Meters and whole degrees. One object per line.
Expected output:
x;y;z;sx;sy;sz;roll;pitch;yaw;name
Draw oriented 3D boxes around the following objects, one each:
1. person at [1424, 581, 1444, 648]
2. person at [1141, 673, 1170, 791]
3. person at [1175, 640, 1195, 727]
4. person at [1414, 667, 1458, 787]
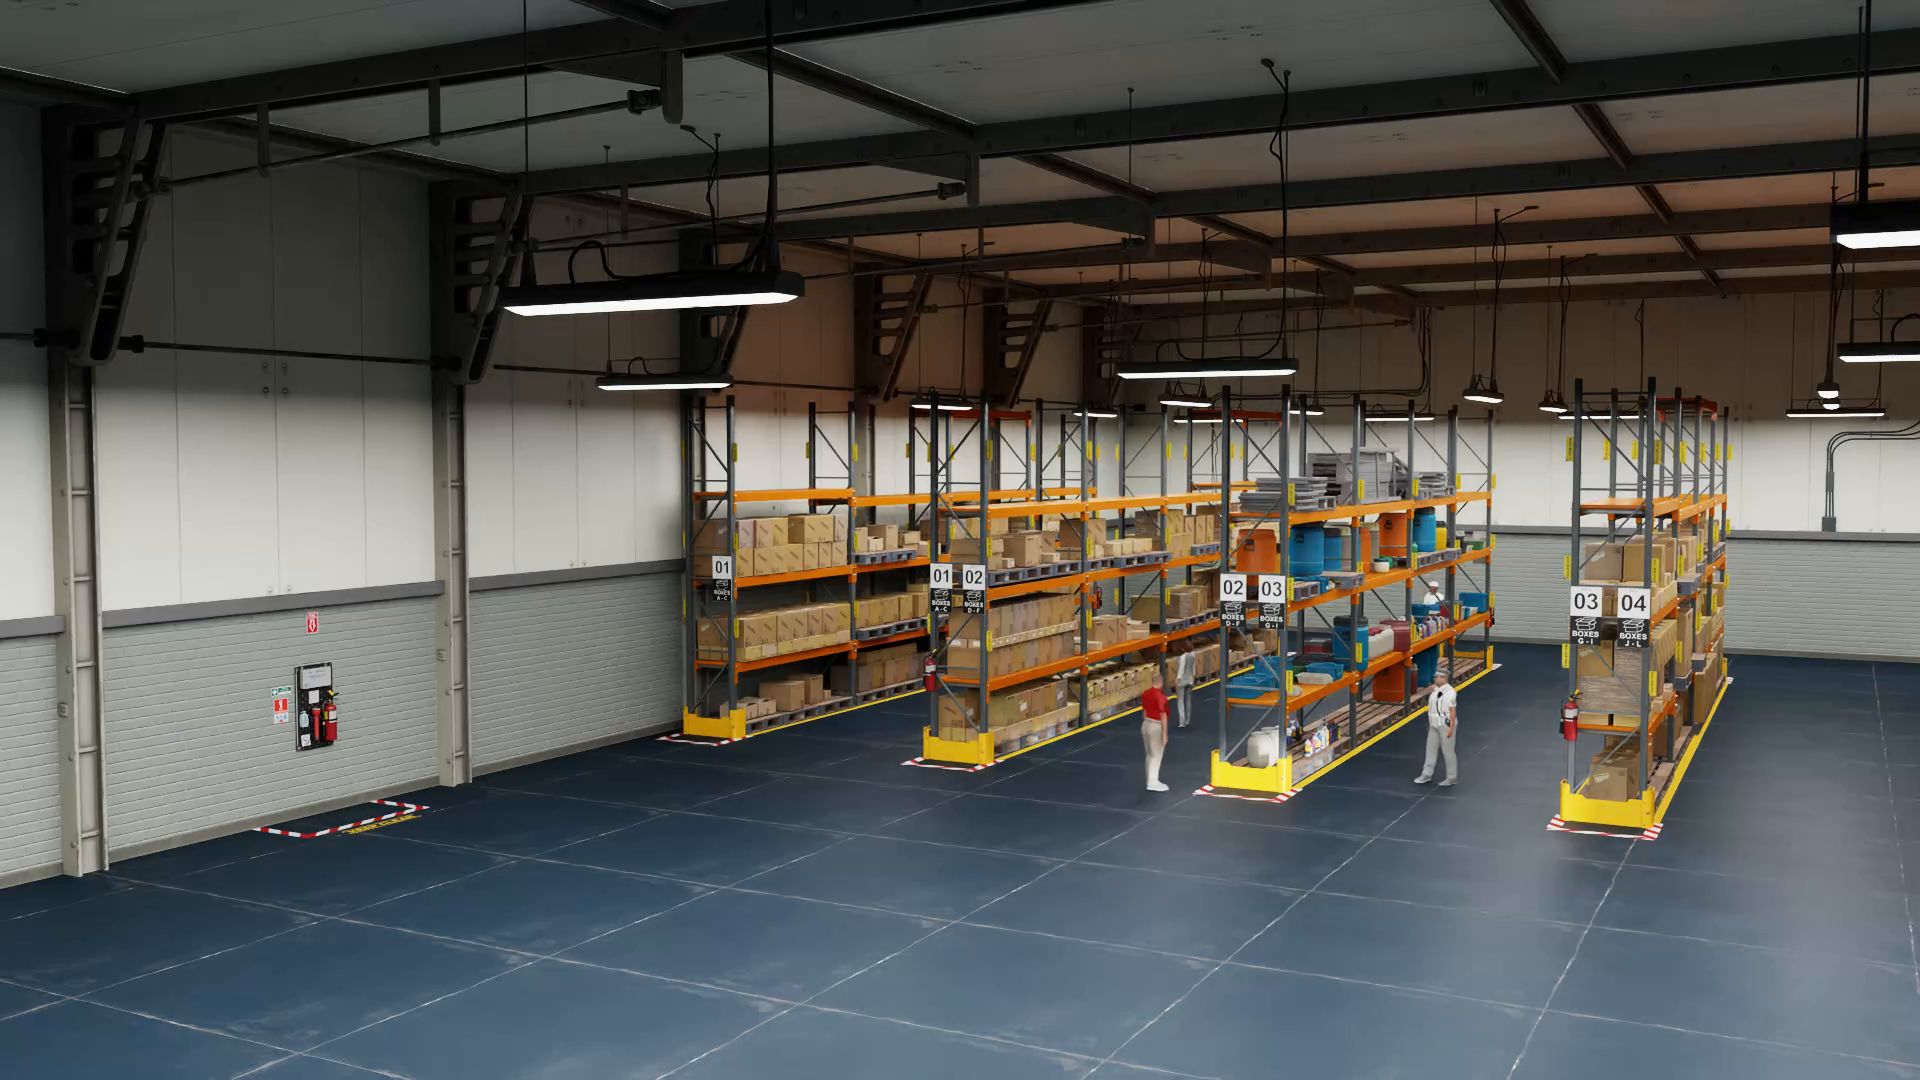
11.862;1.932;41.757;0.591;1.776;0.519;2;3;27;person
2.943;2.844;24.658;0.447;1.749;0.561;-1;3;-24;person
4.082;2.616;30.451;0.441;1.601;0.533;-2;3;-29;person
7.194;2.810;25.079;0.583;1.784;0.572;-1;3;-11;person
